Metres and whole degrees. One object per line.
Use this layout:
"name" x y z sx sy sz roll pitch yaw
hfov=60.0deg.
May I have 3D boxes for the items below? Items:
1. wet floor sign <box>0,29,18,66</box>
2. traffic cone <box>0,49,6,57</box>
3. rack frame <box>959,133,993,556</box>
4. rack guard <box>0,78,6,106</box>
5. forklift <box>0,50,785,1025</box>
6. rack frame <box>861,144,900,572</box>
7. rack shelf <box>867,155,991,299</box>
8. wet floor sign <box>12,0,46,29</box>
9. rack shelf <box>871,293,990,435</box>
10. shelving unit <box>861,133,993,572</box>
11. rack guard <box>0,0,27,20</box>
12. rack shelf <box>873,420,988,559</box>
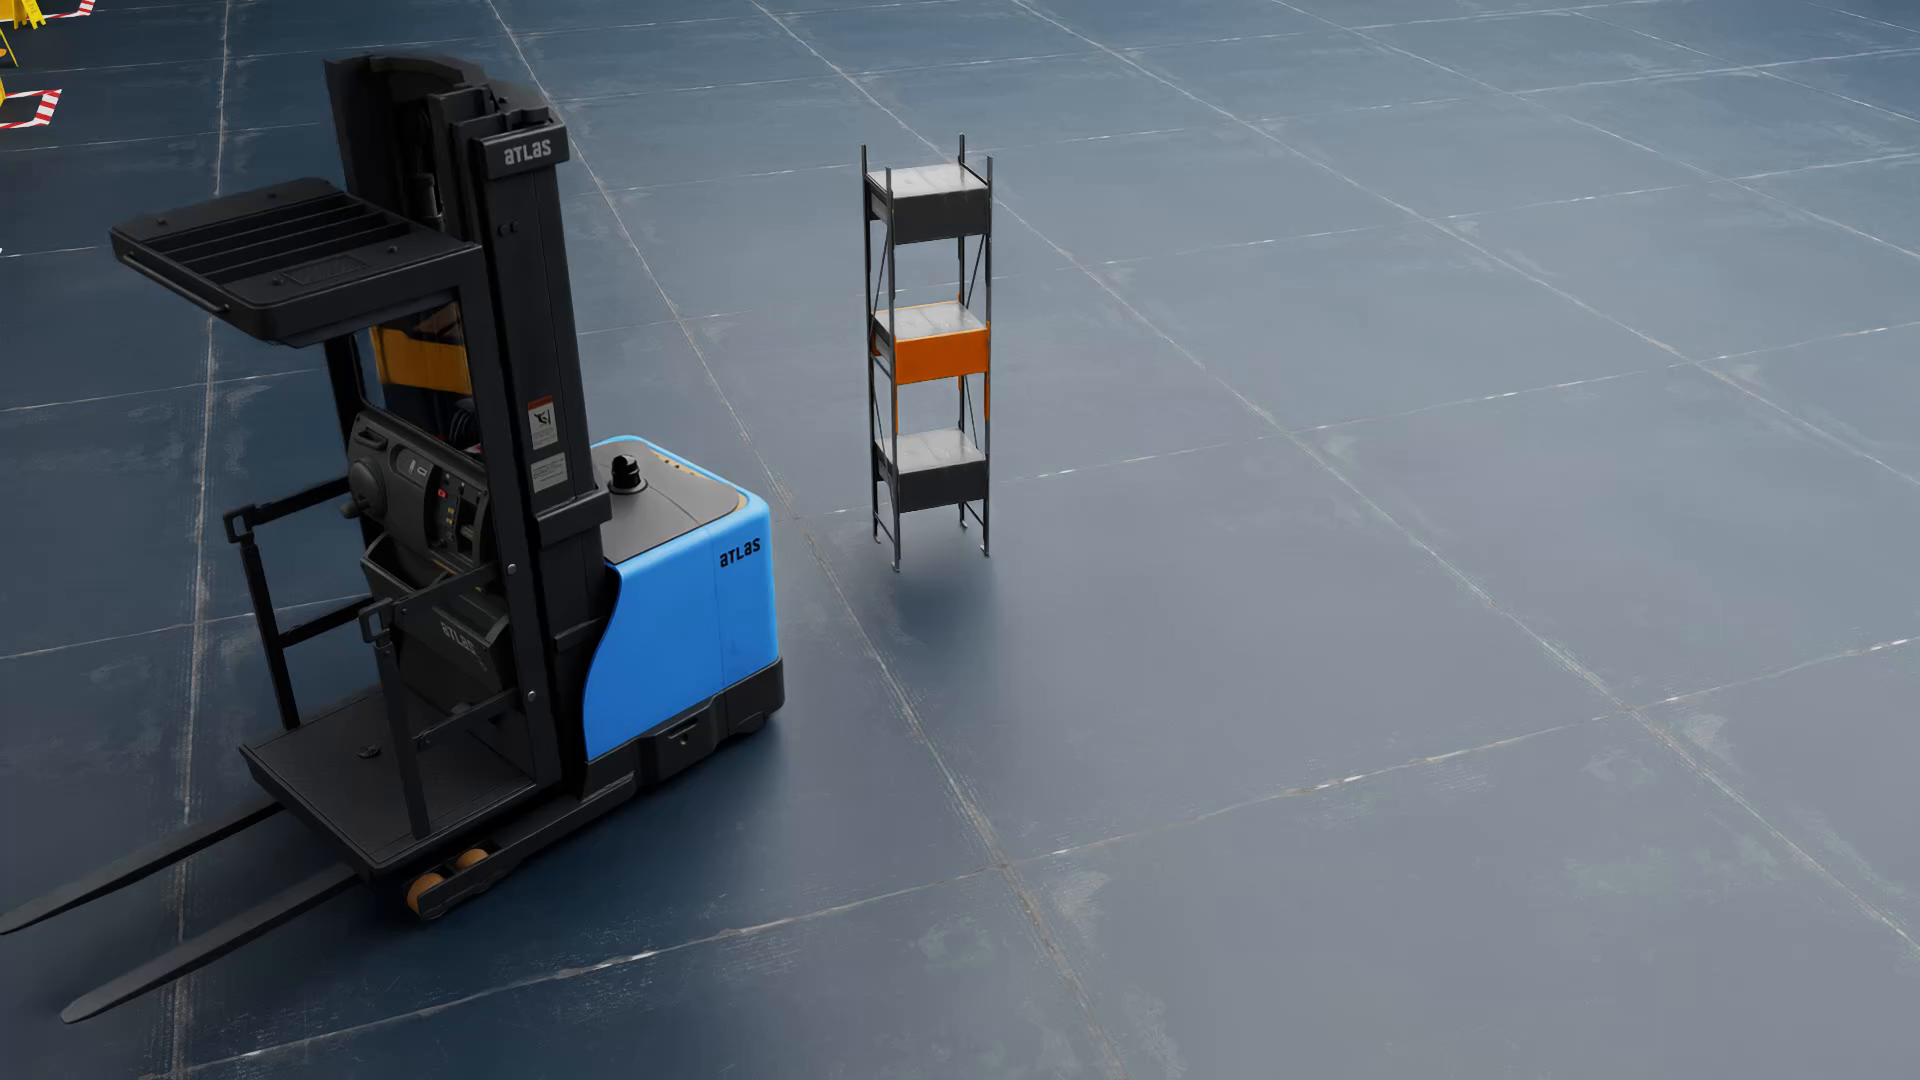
"wet floor sign" -10.080 -5.292 17.387 0.232 0.644 0.267 -16 33 -26
"traffic cone" -10.485 -5.439 17.830 0.334 0.463 0.336 -10 31 -18
"rack frame" 0.074 -0.926 8.254 0.015 2.100 0.400 -10 31 -18
"rack guard" -9.394 -4.310 15.809 0.348 0.500 1.175 -10 31 -18
"forklift" -2.154 -0.137 6.030 1.130 2.935 3.031 25 38 37
"rack frame" -0.384 -0.842 8.106 0.015 2.100 0.400 -10 31 -18
"rack shelf" -0.155 -1.480 7.840 0.480 0.518 0.431 -10 31 -18
"wet floor sign" -10.686 -6.184 18.953 0.232 0.644 0.267 0 30 0
"rack shelf" -0.155 -0.872 8.187 0.480 0.518 0.431 -10 31 -18
"shelving unit" -0.155 -0.884 8.180 0.503 2.100 0.431 -10 31 -18
"rack guard" -11.309 -6.571 19.779 0.348 0.500 1.175 -10 31 -18
"rack shelf" -0.155 -0.264 8.533 0.480 0.518 0.431 -10 31 -18
